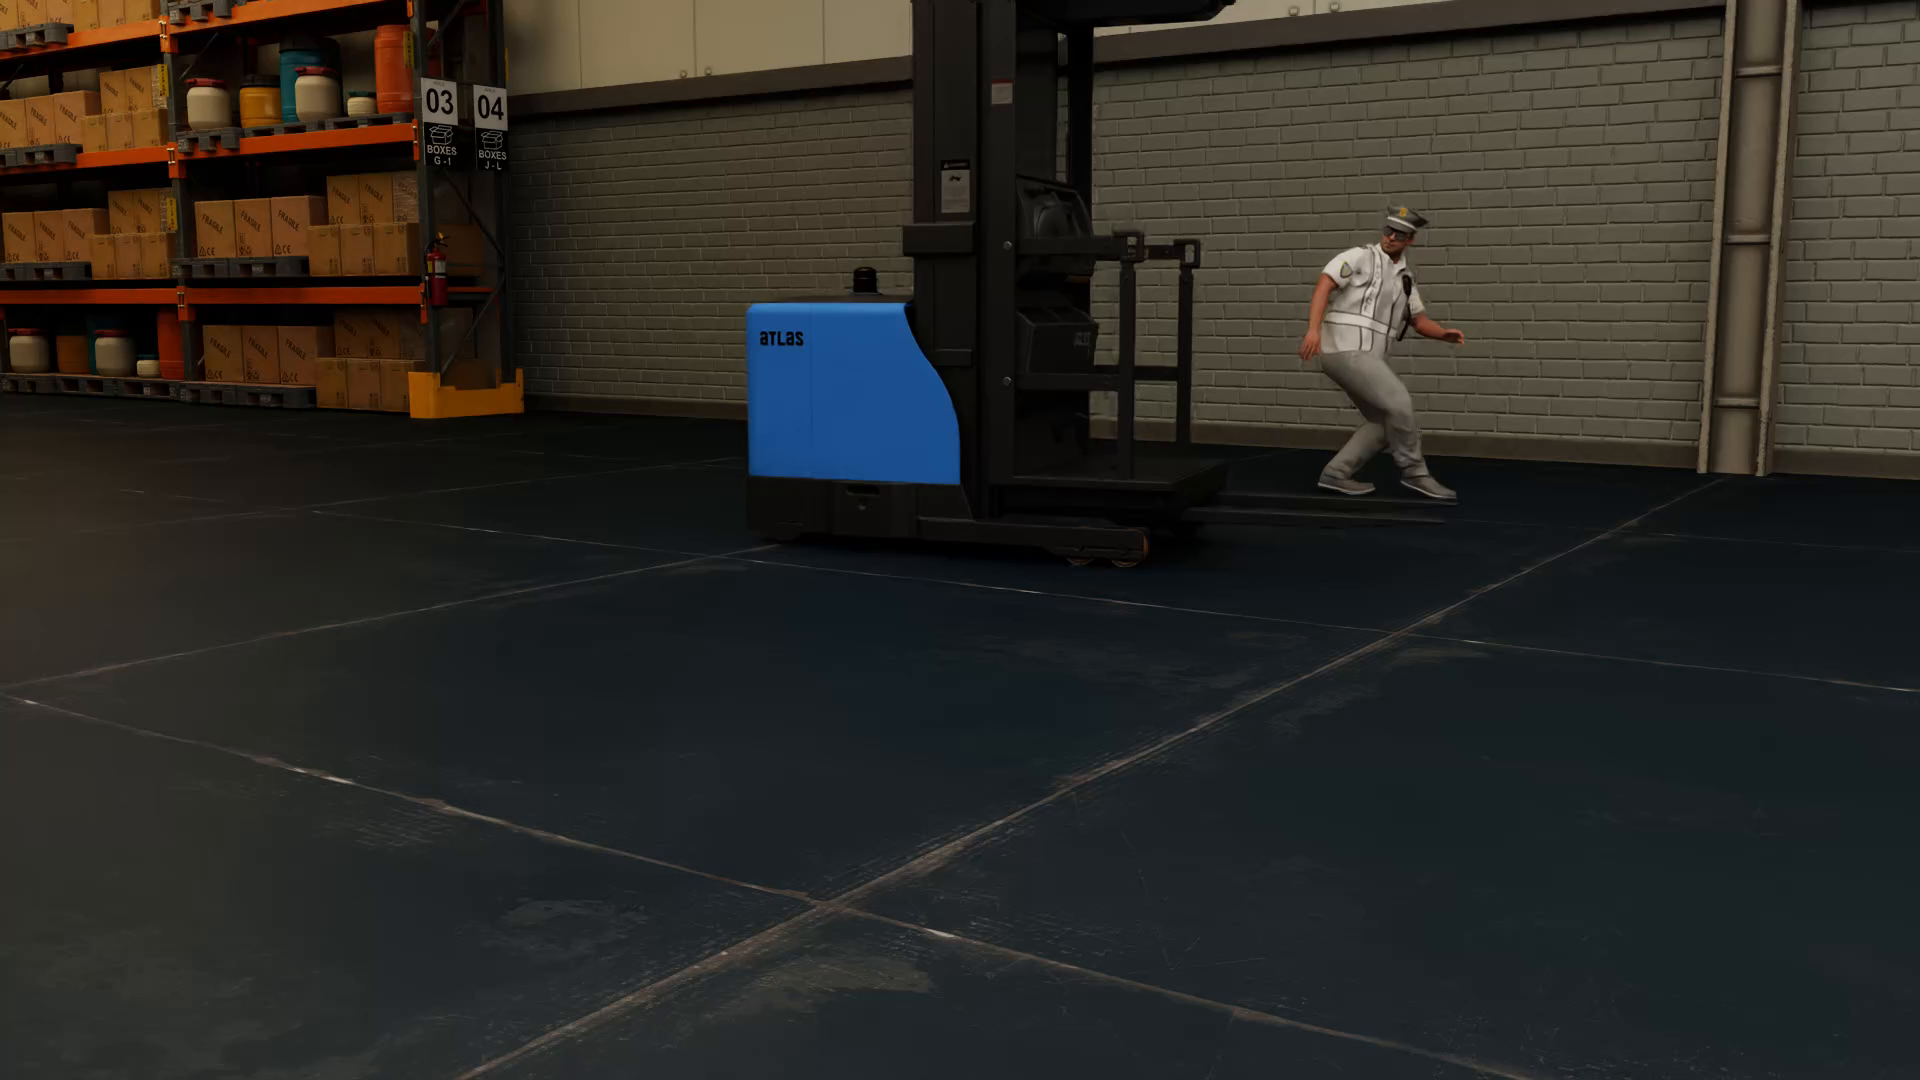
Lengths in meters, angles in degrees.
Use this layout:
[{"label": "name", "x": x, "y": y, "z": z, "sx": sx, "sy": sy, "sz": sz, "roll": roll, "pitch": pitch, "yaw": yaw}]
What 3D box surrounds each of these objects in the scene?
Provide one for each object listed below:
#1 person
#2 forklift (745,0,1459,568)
[{"label": "person", "x": 2.359, "y": -1.030, "z": 9.172, "sx": 0.801, "sy": 1.621, "sz": 0.784, "roll": 5, "pitch": 10, "yaw": 34}, {"label": "forklift", "x": 0.605, "y": -1.421, "z": 7.183, "sx": 3.031, "sy": 2.935, "sz": 1.130, "roll": 3, "pitch": 9, "yaw": 21}]
